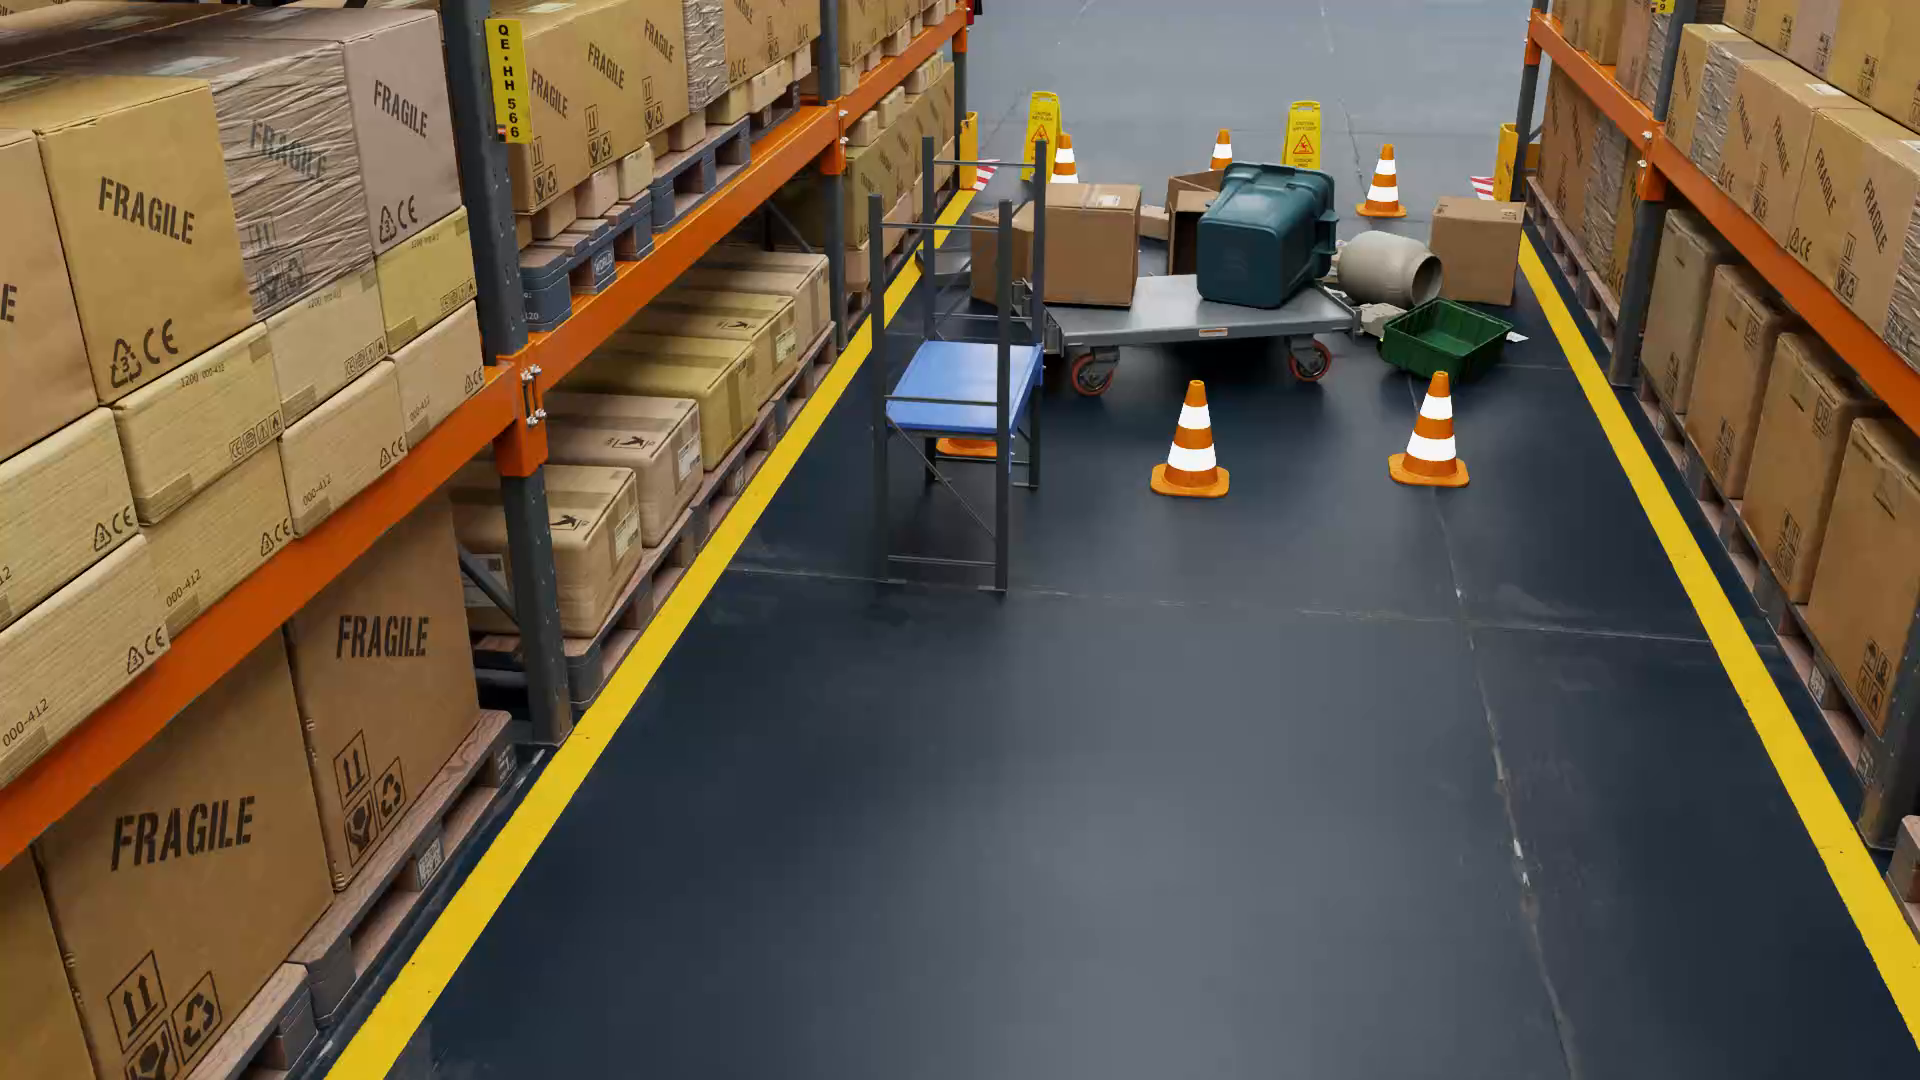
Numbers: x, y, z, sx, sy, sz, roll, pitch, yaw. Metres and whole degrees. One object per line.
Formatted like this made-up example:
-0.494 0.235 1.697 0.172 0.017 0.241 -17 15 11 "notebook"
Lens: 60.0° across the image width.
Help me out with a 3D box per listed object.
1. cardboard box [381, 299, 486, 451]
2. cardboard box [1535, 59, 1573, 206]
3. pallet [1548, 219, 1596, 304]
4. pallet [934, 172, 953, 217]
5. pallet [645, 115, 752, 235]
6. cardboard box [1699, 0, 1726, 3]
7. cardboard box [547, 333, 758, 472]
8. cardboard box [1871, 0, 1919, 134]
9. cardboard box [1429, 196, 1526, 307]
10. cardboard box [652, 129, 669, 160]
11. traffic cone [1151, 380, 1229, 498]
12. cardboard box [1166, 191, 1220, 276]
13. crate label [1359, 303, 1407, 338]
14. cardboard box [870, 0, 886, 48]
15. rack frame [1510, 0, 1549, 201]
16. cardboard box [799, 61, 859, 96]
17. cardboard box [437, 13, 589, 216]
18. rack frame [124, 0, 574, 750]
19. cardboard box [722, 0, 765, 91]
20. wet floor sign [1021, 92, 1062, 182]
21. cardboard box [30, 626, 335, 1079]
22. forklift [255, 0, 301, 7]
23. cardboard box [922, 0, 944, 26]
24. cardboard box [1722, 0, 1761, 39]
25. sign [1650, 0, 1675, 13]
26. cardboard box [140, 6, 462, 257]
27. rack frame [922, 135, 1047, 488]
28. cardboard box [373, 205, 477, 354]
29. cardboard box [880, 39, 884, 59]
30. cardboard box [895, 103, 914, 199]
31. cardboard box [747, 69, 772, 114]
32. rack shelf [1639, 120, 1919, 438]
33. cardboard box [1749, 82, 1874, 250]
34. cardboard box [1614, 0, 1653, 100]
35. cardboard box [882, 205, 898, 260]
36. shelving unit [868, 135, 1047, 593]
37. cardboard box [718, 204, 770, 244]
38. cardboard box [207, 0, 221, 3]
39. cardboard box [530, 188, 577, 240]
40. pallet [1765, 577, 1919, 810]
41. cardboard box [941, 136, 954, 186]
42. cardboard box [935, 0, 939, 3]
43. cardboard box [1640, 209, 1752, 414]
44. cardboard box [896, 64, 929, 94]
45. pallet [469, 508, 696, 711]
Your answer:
-1.589 -0.450 4.350 0.500 0.250 0.500 3 25 7 "cardboard box"
4.400 -2.732 11.060 0.875 0.875 0.875 4 25 9 "cardboard box"
4.190 -1.681 10.093 1.003 0.211 1.213 4 25 9 "pallet"
-0.635 -2.461 11.759 1.003 0.211 1.213 4 25 9 "pallet"
-1.479 -1.491 6.624 1.003 0.211 1.213 4 25 9 "pallet"
3.886 -2.829 7.804 0.875 0.550 0.550 4 25 9 "cardboard box"
-1.418 -0.609 7.117 0.950 0.372 0.625 5 26 10 "cardboard box"
3.384 -1.558 5.243 0.700 0.500 0.500 4 25 8 "cardboard box"
3.033 -1.709 9.809 0.500 0.500 0.500 8 26 18 "cardboard box"
-1.321 -1.515 6.249 0.380 0.149 0.250 5 26 11 "cardboard box"
1.009 -0.465 7.198 0.336 0.463 0.334 4 25 9 "traffic cone"
1.611 -1.722 9.676 0.797 0.637 0.503 4 25 9 "cardboard box"
2.320 -1.214 9.182 0.298 0.136 0.250 -14 29 -27 "crate label"
-0.702 -2.977 9.102 0.500 0.500 0.500 4 25 8 "cardboard box"
4.445 -3.793 11.314 1.000 3.000 0.127 4 25 9 "rack frame"
-0.741 -2.416 8.670 0.380 0.149 0.250 4 25 8 "cardboard box"
-1.460 -1.290 5.003 0.500 0.500 0.500 3 25 7 "cardboard box"
-1.762 -0.747 4.809 1.000 3.000 0.127 4 25 9 "rack frame"
-1.128 -2.159 6.859 0.500 0.500 0.500 5 26 10 "cardboard box"
0.632 -3.032 12.467 0.267 0.644 0.232 13 28 26 "wet floor sign"
-2.107 0.681 3.769 0.875 0.875 0.875 4 25 9 "cardboard box"
-2.661 -2.329 8.268 1.130 2.935 3.031 4 25 9 "forklift"
-0.312 -3.479 10.941 0.380 0.149 0.250 4 25 9 "cardboard box"
3.716 -2.410 7.063 0.700 0.500 0.500 4 25 8 "cardboard box"
3.244 -2.585 7.621 0.100 0.325 0.005 4 25 9 "sign"
-1.589 -1.011 4.075 0.500 0.500 0.500 3 25 7 "cardboard box"
0.097 -0.928 6.962 0.500 1.500 0.032 4 25 9 "rack frame"
-1.591 -0.686 4.264 0.500 0.250 0.500 4 25 8 "cardboard box"
-0.650 -2.853 9.604 0.380 0.149 0.250 4 25 8 "cardboard box"
-0.583 -2.374 10.148 0.500 0.500 0.500 5 26 11 "cardboard box"
-1.026 -1.936 7.149 0.380 0.149 0.250 4 25 9 "cardboard box"
3.465 -0.957 6.106 1.077 0.370 4.000 4 25 9 "rack shelf"
3.191 -1.331 5.938 0.500 0.500 0.500 4 25 9 "cardboard box"
3.908 -2.574 8.535 0.875 0.550 0.550 4 25 9 "cardboard box"
-0.670 -1.817 9.842 0.500 0.250 0.500 5 26 11 "cardboard box"
0.014 -0.715 6.508 0.538 1.500 1.048 4 25 9 "shelving unit"
-1.277 -1.971 9.286 0.500 0.500 0.500 4 25 8 "cardboard box"
-5.351 -3.826 11.268 0.500 0.500 0.500 4 25 8 "cardboard box"
-1.446 -1.063 5.283 0.380 0.149 0.250 2 25 5 "cardboard box"
3.341 0.492 5.451 1.003 0.211 1.213 4 25 9 "pallet"
-0.325 -2.671 11.667 0.500 0.250 0.500 4 25 8 "cardboard box"
-0.358 -3.818 10.900 0.500 0.500 0.500 4 25 9 "cardboard box"
3.779 -1.025 7.560 1.050 0.750 0.750 4 25 8 "cardboard box"
-0.411 -2.945 10.602 0.380 0.149 0.250 5 26 11 "cardboard box"
-1.633 0.189 6.098 1.003 0.211 1.213 4 25 9 "pallet"
